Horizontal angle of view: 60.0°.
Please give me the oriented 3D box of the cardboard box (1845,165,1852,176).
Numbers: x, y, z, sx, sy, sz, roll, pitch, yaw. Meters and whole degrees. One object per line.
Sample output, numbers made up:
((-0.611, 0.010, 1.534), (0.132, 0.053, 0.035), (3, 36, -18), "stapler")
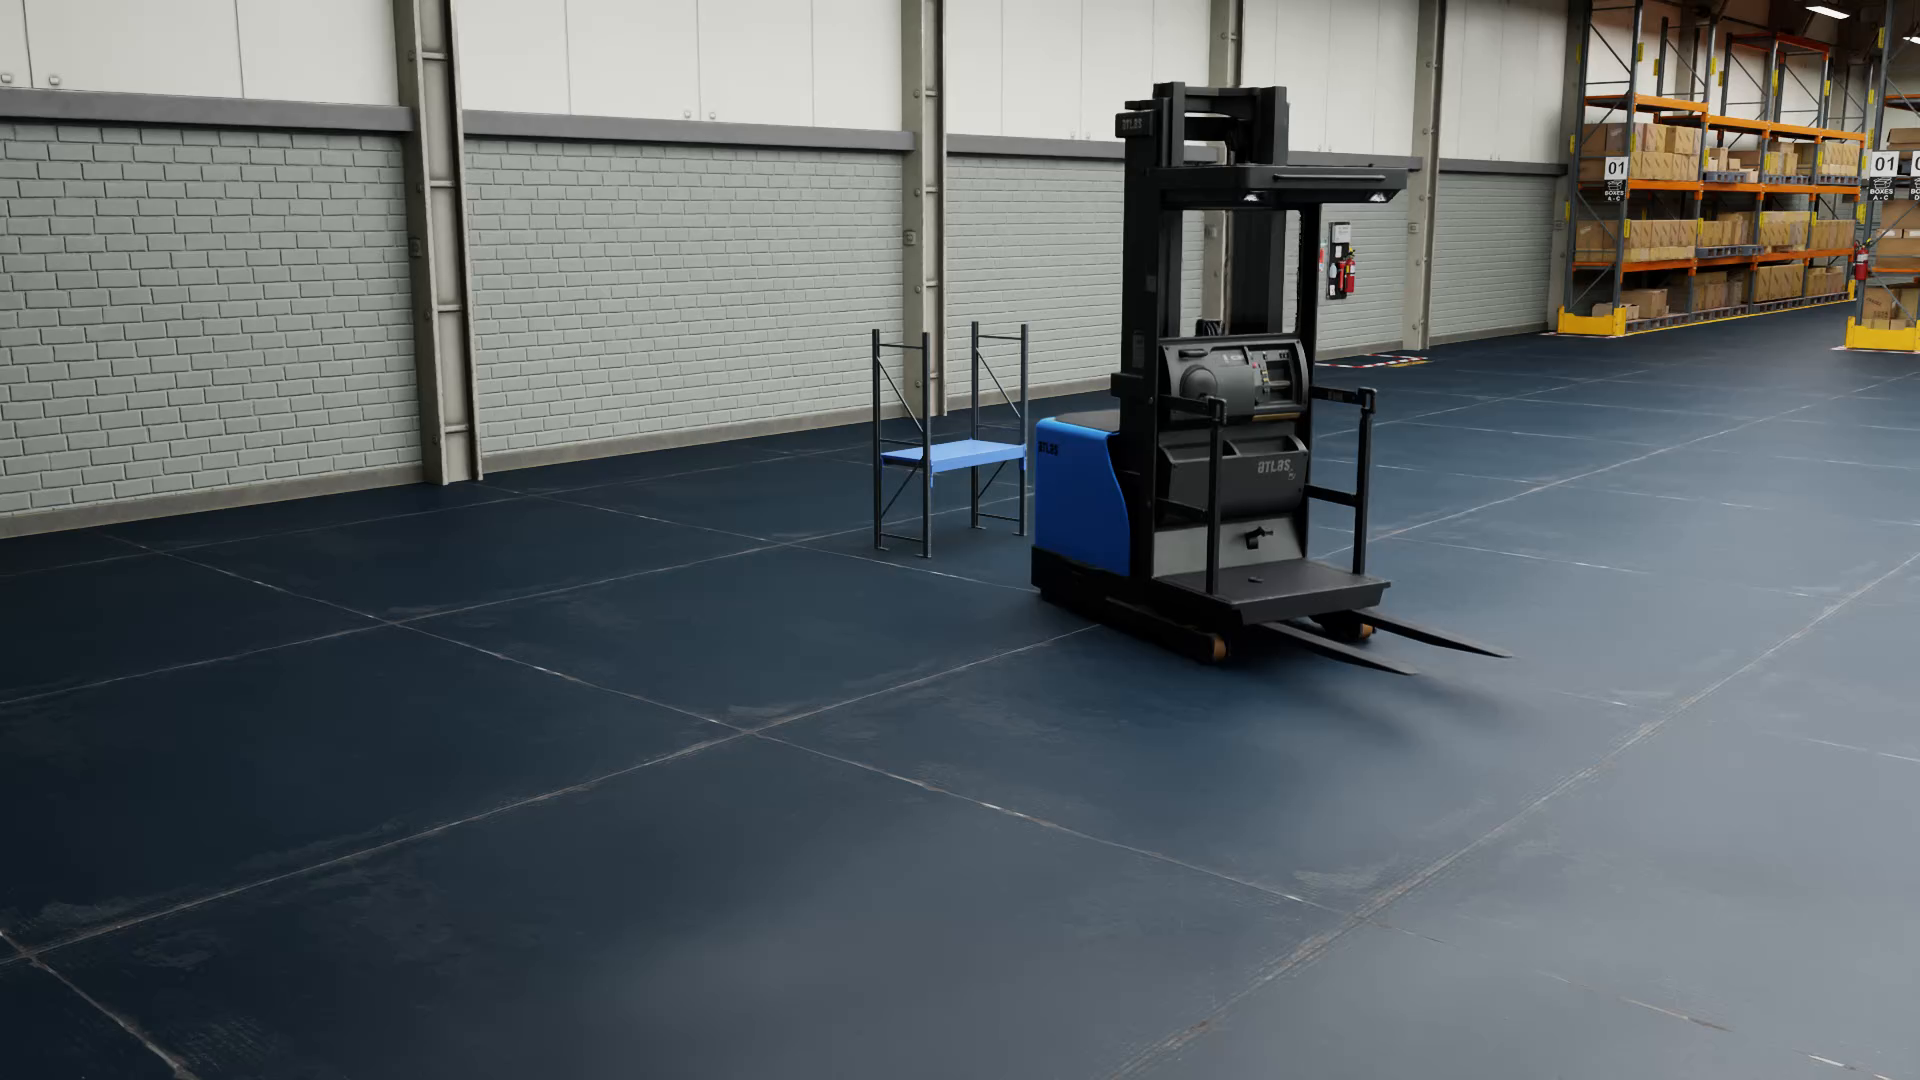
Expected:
((21.615, -9.087, 40.947), (0.500, 0.250, 0.500), (9, 14, 38), "cardboard box")

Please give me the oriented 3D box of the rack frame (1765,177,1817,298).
((19.601, -7.065, 39.426), (1.000, 3.000, 0.127), (10, 15, 40), "rack frame")

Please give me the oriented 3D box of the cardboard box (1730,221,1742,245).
((16.310, -6.585, 35.645), (0.700, 0.500, 0.500), (8, 14, 35), "cardboard box")

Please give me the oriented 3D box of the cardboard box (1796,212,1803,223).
((19.141, -7.462, 38.432), (0.500, 0.250, 0.500), (10, 15, 42), "cardboard box")

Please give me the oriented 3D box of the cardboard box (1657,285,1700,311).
((14.794, -4.989, 34.288), (0.700, 0.500, 0.500), (10, 15, 42), "cardboard box")

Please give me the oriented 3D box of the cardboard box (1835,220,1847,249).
((21.441, -7.616, 41.418), (0.980, 0.700, 0.700), (10, 15, 40), "cardboard box")

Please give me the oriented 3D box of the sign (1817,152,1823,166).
((20.015, -8.875, 38.707), (0.100, 0.325, 0.005), (10, 15, 40), "sign")

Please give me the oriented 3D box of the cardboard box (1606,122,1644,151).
((12.117, -7.345, 30.310), (0.500, 0.500, 0.500), (8, 14, 36), "cardboard box")

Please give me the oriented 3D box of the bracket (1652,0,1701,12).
((13.734, -10.616, 32.696), (0.076, 0.066, 4.783), (10, 15, 40), "bracket")

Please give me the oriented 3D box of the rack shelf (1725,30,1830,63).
((18.281, -10.990, 37.110), (1.077, 0.370, 4.000), (10, 15, 40), "rack shelf")

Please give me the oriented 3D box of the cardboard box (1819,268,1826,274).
((20.880, -6.564, 40.569), (0.380, 0.149, 0.250), (9, 15, 39), "cardboard box")

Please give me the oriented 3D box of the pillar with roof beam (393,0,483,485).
((-1.116, -4.369, 10.609), (9.100, 9.000, 0.400), (10, 15, 40), "pillar with roof beam")

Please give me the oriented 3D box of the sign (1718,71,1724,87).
((16.542, -10.025, 36.142), (0.100, 0.325, 0.005), (10, 15, 40), "sign")

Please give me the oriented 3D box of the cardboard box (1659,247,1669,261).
((13.249, -5.493, 31.887), (0.500, 0.250, 0.500), (10, 15, 41), "cardboard box")

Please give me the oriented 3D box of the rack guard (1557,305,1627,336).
((11.730, -4.085, 30.887), (1.175, 0.500, 0.348), (10, 15, 40), "rack guard")

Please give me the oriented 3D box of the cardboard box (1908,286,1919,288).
((16.574, -4.084, 28.535), (0.500, 0.500, 0.500), (10, 15, 40), "cardboard box")

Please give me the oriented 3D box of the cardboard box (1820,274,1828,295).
((20.847, -6.291, 40.859), (0.700, 0.500, 0.500), (10, 15, 42), "cardboard box")

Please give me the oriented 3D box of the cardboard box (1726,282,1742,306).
((16.525, -5.354, 36.117), (0.700, 0.500, 0.500), (10, 15, 41), "cardboard box")

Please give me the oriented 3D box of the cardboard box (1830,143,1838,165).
((20.617, -9.230, 39.749), (0.500, 0.500, 0.500), (9, 15, 39), "cardboard box")

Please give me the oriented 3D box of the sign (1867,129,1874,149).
((15.005, -6.598, 27.371), (0.100, 0.325, 0.005), (10, 15, 40), "sign")

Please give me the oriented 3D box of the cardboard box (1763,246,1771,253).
((17.764, -6.446, 36.916), (0.380, 0.149, 0.250), (10, 15, 42), "cardboard box")

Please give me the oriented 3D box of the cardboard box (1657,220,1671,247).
((13.232, -5.859, 31.805), (0.500, 0.500, 0.500), (10, 15, 42), "cardboard box")

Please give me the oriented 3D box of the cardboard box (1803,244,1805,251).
((19.591, -6.865, 39.016), (0.380, 0.149, 0.250), (10, 15, 41), "cardboard box")

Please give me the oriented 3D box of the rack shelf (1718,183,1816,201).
((18.281, -7.889, 37.729), (1.077, 0.370, 4.000), (10, 15, 40), "rack shelf")

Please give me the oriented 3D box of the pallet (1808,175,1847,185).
((20.955, -8.790, 40.631), (1.003, 0.211, 1.213), (10, 15, 40), "pallet")

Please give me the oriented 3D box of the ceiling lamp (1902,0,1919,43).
((21.158, -12.384, 35.836), (0.800, 3.185, 2.000), (10, 15, 40), "ceiling lamp")

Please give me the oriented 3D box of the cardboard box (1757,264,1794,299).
((18.686, -5.973, 38.376), (0.750, 0.750, 0.750), (10, 15, 42), "cardboard box")

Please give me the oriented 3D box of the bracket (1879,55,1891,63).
((25.479, -13.234, 45.803), (0.235, 0.232, 0.430), (10, 15, 40), "bracket")

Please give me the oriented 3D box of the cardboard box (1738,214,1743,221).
((16.756, -7.005, 36.090), (0.380, 0.149, 0.250), (7, 14, 33), "cardboard box")

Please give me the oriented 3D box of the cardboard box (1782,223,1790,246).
((18.493, -6.946, 37.764), (0.500, 0.500, 0.500), (10, 15, 42), "cardboard box")

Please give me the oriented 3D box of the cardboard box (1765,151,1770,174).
((17.548, -8.376, 36.952), (0.700, 0.500, 0.500), (9, 14, 37), "cardboard box")

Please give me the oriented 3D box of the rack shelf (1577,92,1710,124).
((13.000, -8.181, 31.543), (1.077, 0.370, 4.000), (10, 15, 40), "rack shelf")

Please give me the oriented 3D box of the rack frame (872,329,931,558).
((-0.392, -0.648, 11.127), (0.500, 1.500, 0.032), (10, 15, 40), "rack frame")

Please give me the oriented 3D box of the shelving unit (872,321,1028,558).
((-0.056, -0.723, 11.501), (0.538, 1.500, 1.048), (10, 15, 40), "shelving unit")

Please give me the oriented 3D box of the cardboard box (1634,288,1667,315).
((13.666, -4.720, 32.944), (0.500, 0.500, 0.500), (8, 14, 36), "cardboard box")

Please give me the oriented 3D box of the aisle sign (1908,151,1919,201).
((15.590, -5.885, 26.881), (0.394, 0.787, 0.004), (10, 15, 40), "aisle sign")

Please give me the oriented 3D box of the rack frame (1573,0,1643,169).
((11.680, -8.242, 29.999), (1.000, 3.000, 0.127), (10, 15, 40), "rack frame")

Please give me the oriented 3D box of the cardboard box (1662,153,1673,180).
((13.147, -7.079, 31.532), (0.500, 0.500, 0.500), (11, 16, 44), "cardboard box")

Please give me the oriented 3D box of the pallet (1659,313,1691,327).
((13.904, -4.417, 33.289), (1.003, 0.211, 1.213), (10, 15, 40), "pallet")

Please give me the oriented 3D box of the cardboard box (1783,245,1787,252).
((18.719, -6.684, 38.109), (0.380, 0.149, 0.250), (9, 15, 39), "cardboard box")

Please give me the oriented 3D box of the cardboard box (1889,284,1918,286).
((16.843, -4.299, 29.608), (0.500, 0.500, 0.500), (10, 15, 40), "cardboard box")

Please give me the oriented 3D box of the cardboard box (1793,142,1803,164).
((19.887, -9.218, 39.688), (0.500, 0.500, 0.500), (10, 15, 40), "cardboard box")

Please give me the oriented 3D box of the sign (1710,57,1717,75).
((14.716, -9.254, 32.481), (0.100, 0.325, 0.005), (10, 15, 40), "sign")

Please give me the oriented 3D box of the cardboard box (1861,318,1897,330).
((15.536, -3.634, 28.197), (0.500, 0.250, 0.500), (10, 15, 40), "cardboard box")

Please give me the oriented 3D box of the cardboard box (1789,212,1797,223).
((18.804, -7.387, 38.056), (0.500, 0.250, 0.500), (10, 15, 41), "cardboard box")

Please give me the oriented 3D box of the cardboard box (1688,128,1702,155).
((14.194, -7.799, 32.585), (0.500, 0.500, 0.500), (8, 14, 36), "cardboard box")

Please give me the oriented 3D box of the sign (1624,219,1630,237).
((12.088, -5.654, 30.151), (0.100, 0.325, 0.005), (10, 15, 40), "sign")

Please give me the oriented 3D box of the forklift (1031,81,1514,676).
((1.587, -0.901, 8.740), (1.130, 2.935, 3.031), (-6, 13, -29), "forklift")

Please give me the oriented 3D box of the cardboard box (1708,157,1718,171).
((15.148, -7.682, 34.011), (0.500, 0.311, 0.500), (10, 15, 42), "cardboard box")

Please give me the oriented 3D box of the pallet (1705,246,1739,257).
((15.685, -6.086, 35.014), (1.003, 0.211, 1.213), (10, 15, 40), "pallet")

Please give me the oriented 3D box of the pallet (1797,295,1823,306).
((20.162, -5.799, 40.209), (1.003, 0.211, 1.213), (10, 15, 40), "pallet")

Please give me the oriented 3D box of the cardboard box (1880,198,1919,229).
((15.756, -5.420, 27.620), (0.700, 0.500, 0.500), (10, 15, 41), "cardboard box")

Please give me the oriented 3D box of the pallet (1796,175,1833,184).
((20.149, -8.612, 39.737), (1.003, 0.211, 1.213), (10, 15, 40), "pallet")

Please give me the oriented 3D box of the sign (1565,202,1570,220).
((11.276, -6.097, 30.816), (0.100, 0.325, 0.005), (10, 15, 40), "sign")
